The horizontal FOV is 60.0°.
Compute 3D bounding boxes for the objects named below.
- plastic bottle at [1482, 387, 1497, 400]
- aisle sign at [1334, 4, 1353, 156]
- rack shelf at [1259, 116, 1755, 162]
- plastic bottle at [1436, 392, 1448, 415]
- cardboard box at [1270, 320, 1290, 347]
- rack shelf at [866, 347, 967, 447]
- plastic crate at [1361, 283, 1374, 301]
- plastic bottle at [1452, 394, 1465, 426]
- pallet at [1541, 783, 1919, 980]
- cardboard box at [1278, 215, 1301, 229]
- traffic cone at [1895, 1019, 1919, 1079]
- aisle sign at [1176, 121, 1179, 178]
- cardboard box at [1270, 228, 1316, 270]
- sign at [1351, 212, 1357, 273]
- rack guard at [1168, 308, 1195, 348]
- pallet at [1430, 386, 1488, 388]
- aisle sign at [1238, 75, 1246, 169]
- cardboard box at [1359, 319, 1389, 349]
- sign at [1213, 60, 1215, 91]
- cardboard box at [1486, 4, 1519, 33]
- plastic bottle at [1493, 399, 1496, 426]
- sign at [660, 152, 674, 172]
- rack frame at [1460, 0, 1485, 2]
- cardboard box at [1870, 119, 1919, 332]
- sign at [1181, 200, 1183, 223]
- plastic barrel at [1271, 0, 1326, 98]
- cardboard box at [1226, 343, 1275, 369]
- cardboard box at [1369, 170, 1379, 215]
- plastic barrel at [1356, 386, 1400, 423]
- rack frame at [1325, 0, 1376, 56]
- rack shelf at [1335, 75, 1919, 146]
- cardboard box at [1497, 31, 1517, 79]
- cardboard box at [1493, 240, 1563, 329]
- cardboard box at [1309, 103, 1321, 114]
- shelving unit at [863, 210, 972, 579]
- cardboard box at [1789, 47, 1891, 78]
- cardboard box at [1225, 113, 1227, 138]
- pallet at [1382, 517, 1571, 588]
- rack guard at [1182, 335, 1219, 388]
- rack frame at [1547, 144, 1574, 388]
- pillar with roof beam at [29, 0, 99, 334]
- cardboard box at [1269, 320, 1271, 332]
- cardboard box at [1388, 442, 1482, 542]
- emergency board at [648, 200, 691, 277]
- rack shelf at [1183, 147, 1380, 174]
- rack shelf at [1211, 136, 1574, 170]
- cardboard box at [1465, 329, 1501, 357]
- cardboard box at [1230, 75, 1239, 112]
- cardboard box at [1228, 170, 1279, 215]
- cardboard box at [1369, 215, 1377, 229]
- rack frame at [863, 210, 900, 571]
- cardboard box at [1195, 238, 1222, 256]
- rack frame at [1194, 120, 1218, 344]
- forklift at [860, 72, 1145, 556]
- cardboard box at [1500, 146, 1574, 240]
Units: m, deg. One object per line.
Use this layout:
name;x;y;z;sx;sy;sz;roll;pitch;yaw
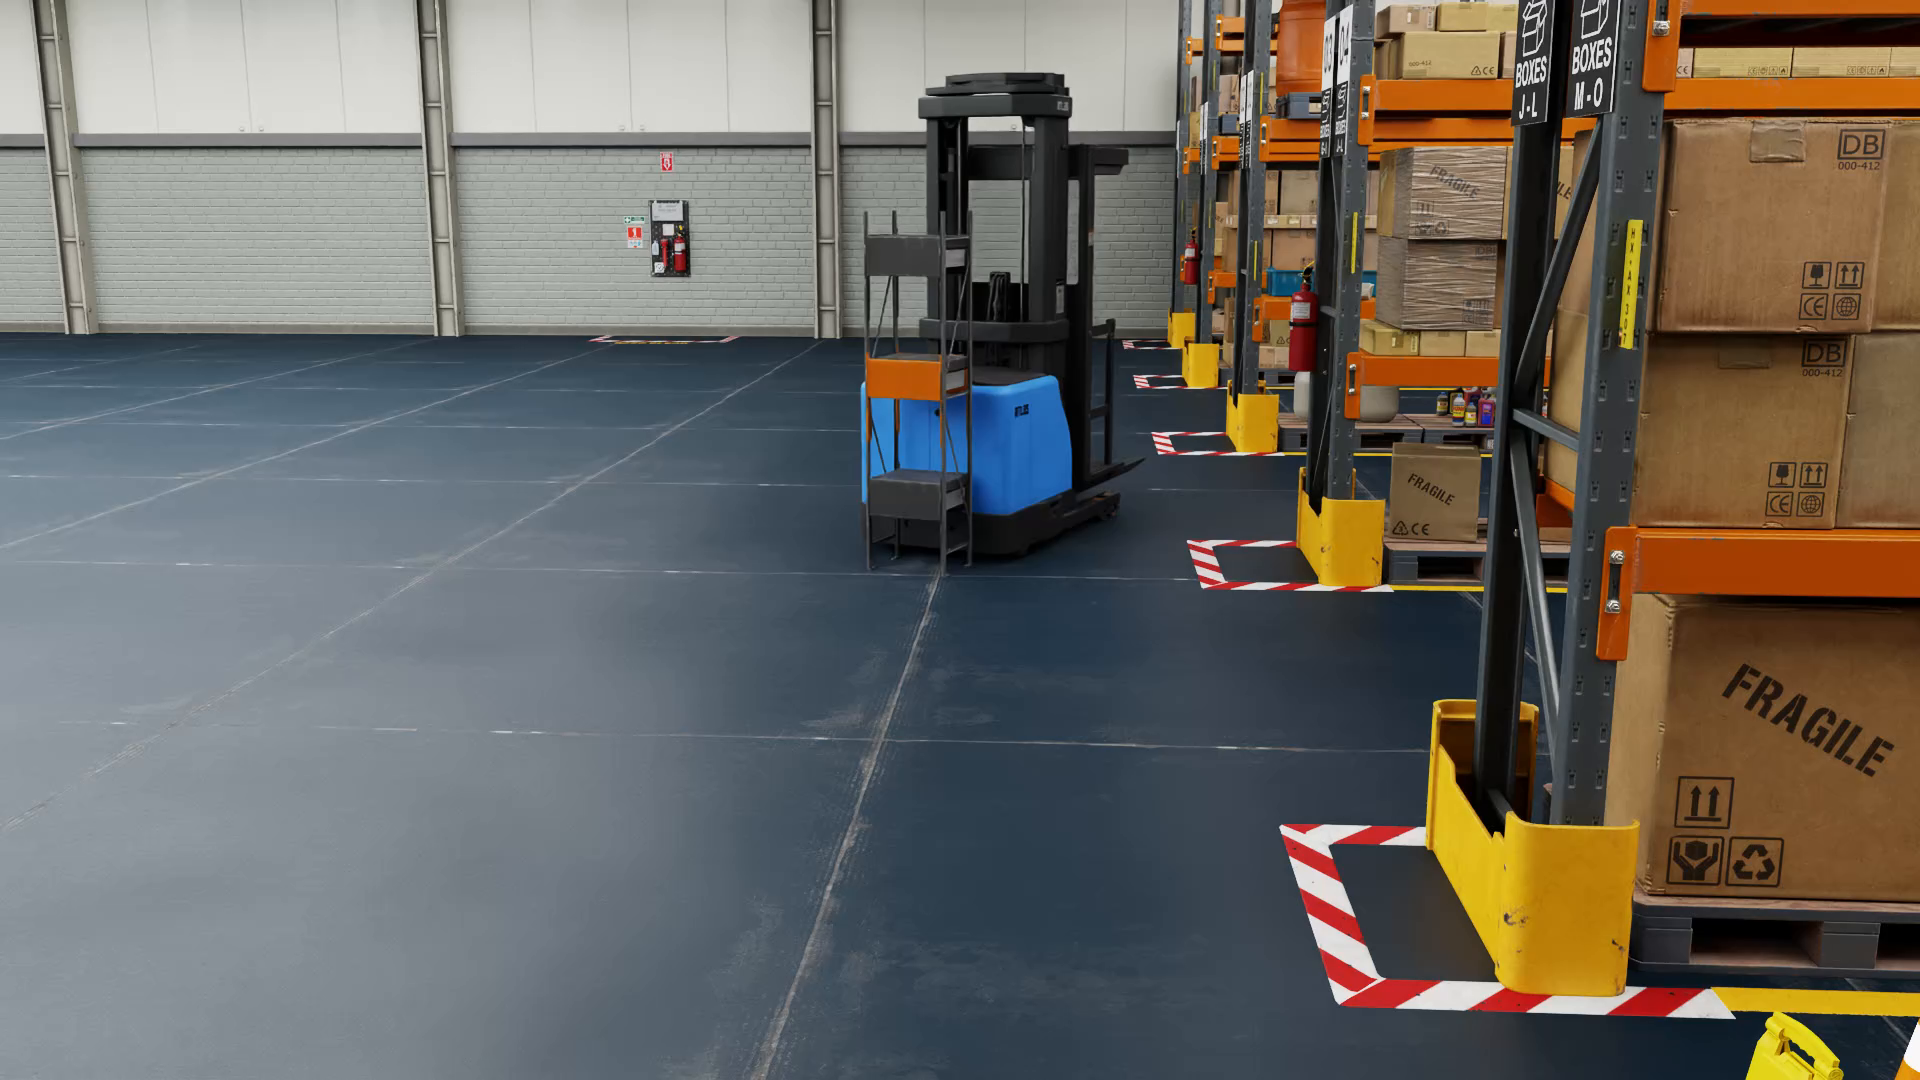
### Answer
plastic bottle;4.783;-1.269;15.087;0.135;0.276;0.152;0;12;2
aisle sign;2.121;-2.534;9.205;0.004;0.787;0.394;1;12;4
rack shelf;4.529;-3.422;14.233;4.000;0.370;1.077;1;12;4
plastic bottle;4.395;-1.244;15.147;0.097;0.201;0.097;0;12;0
cardboard box;3.887;-2.513;19.314;0.500;0.500;0.500;1;12;4
rack shelf;-0.240;-0.847;9.755;0.480;0.518;0.431;5;13;24
plastic crate;3.405;-2.127;14.252;0.250;0.136;0.298;1;12;4
plastic bottle;4.322;-1.125;14.409;0.097;0.271;0.097;0;12;0
pallet;2.573;1.050;5.233;1.213;0.211;1.003;1;12;4
cardboard box;3.758;-3.656;19.090;0.250;0.149;0.380;1;12;4
traffic cone;2.205;1.229;3.761;0.334;0.463;0.336;1;12;4
aisle sign;3.104;-5.570;23.719;0.004;0.787;0.394;1;12;4
cardboard box;3.857;-3.379;19.352;0.500;0.500;0.700;1;12;5
sign;2.166;-1.635;9.142;0.005;0.325;0.100;1;12;4
rack guard;3.271;-3.133;24.524;0.348;0.500;1.175;1;12;4
pallet;6.069;-1.945;19.552;1.213;0.211;1.003;1;12;4
aisle sign;2.481;-3.668;14.626;0.004;0.787;0.394;1;12;4
cardboard box;2.501;-1.237;9.969;0.250;0.149;0.380;1;12;4
sign;2.825;-5.167;18.489;0.005;0.325;0.100;1;12;4
cardboard box;2.974;-2.859;9.176;0.250;0.149;0.380;1;12;3
plastic bottle;4.664;-1.120;14.387;0.097;0.271;0.097;0;12;0
sign;-4.499;-5.803;25.524;0.199;0.298;0.001;1;12;4
rack frame;7.187;-7.239;23.397;0.127;3.000;1.000;1;12;4
cardboard box;2.693;-0.910;4.789;0.550;0.550;0.875;1;12;4
sign;3.159;-4.670;23.655;0.005;0.325;0.100;1;12;4
plastic barrel;3.027;-4.237;14.296;0.708;0.830;0.600;1;12;4
cardboard box;3.388;-2.152;19.421;0.500;0.250;0.500;1;12;4
cardboard box;4.914;-4.000;19.152;0.500;0.500;0.700;1;12;4
plastic barrel;3.695;-1.321;14.808;0.421;0.512;0.421;0;12;0
rack frame;2.202;-4.258;9.146;0.127;3.000;1.000;1;12;4
rack shelf;4.198;-2.410;9.396;4.000;0.370;1.077;1;12;4
cardboard box;3.181;-2.651;9.157;0.500;0.250;0.500;1;12;2
cardboard box;3.256;-1.521;9.741;0.500;0.500;0.875;1;12;4
cardboard box;4.030;-4.913;18.847;0.250;0.149;0.380;1;12;4
shelving unit;-0.240;-0.860;9.753;0.503;2.100;0.431;5;13;24
cardboard box;4.692;-2.630;9.054;0.500;0.250;0.500;1;12;3
cardboard box;3.629;-5.930;24.174;0.500;0.500;0.500;2;12;8
pallet;3.087;0.063;9.953;1.213;0.211;1.003;1;12;4
rack guard;2.844;-2.122;19.693;0.348;0.500;1.175;1;12;4
rack frame;6.859;-3.291;19.173;0.127;3.000;1.000;1;12;4
pillar with roof beam;-14.296;-6.828;21.431;0.400;9.000;9.100;1;12;4
cardboard box;4.449;-3.221;24.333;0.500;0.311;0.500;2;12;8
cardboard box;2.824;-0.292;9.916;0.500;0.500;0.500;3;12;14
emergency board;-4.498;-4.648;25.664;0.643;1.169;0.194;1;12;4
rack shelf;5.191;-5.446;23.909;4.000;0.370;1.077;1;12;4
rack shelf;4.864;-4.434;19.071;4.000;0.370;1.077;1;12;4
cardboard box;2.968;-1.132;9.469;0.250;0.149;0.380;1;12;4
cardboard box;4.061;-6.302;23.507;0.500;0.500;0.500;1;12;3
cardboard box;3.386;-4.020;19.245;0.500;0.500;0.700;1;12;4
cardboard box;4.779;-3.641;19.021;0.250;0.149;0.380;1;12;4
rack frame;-0.462;-0.881;9.852;0.015;2.100;0.400;5;13;24
cardboard box;3.661;-4.222;23.944;0.500;0.250;0.500;0;12;2
rack frame;2.868;-3.345;19.435;0.127;3.000;1.000;1;12;4
forklift;0.463;-1.597;11.242;1.130;2.935;3.031;6;13;25
cardboard box;3.231;-1.934;9.276;0.500;0.500;0.500;1;12;4
